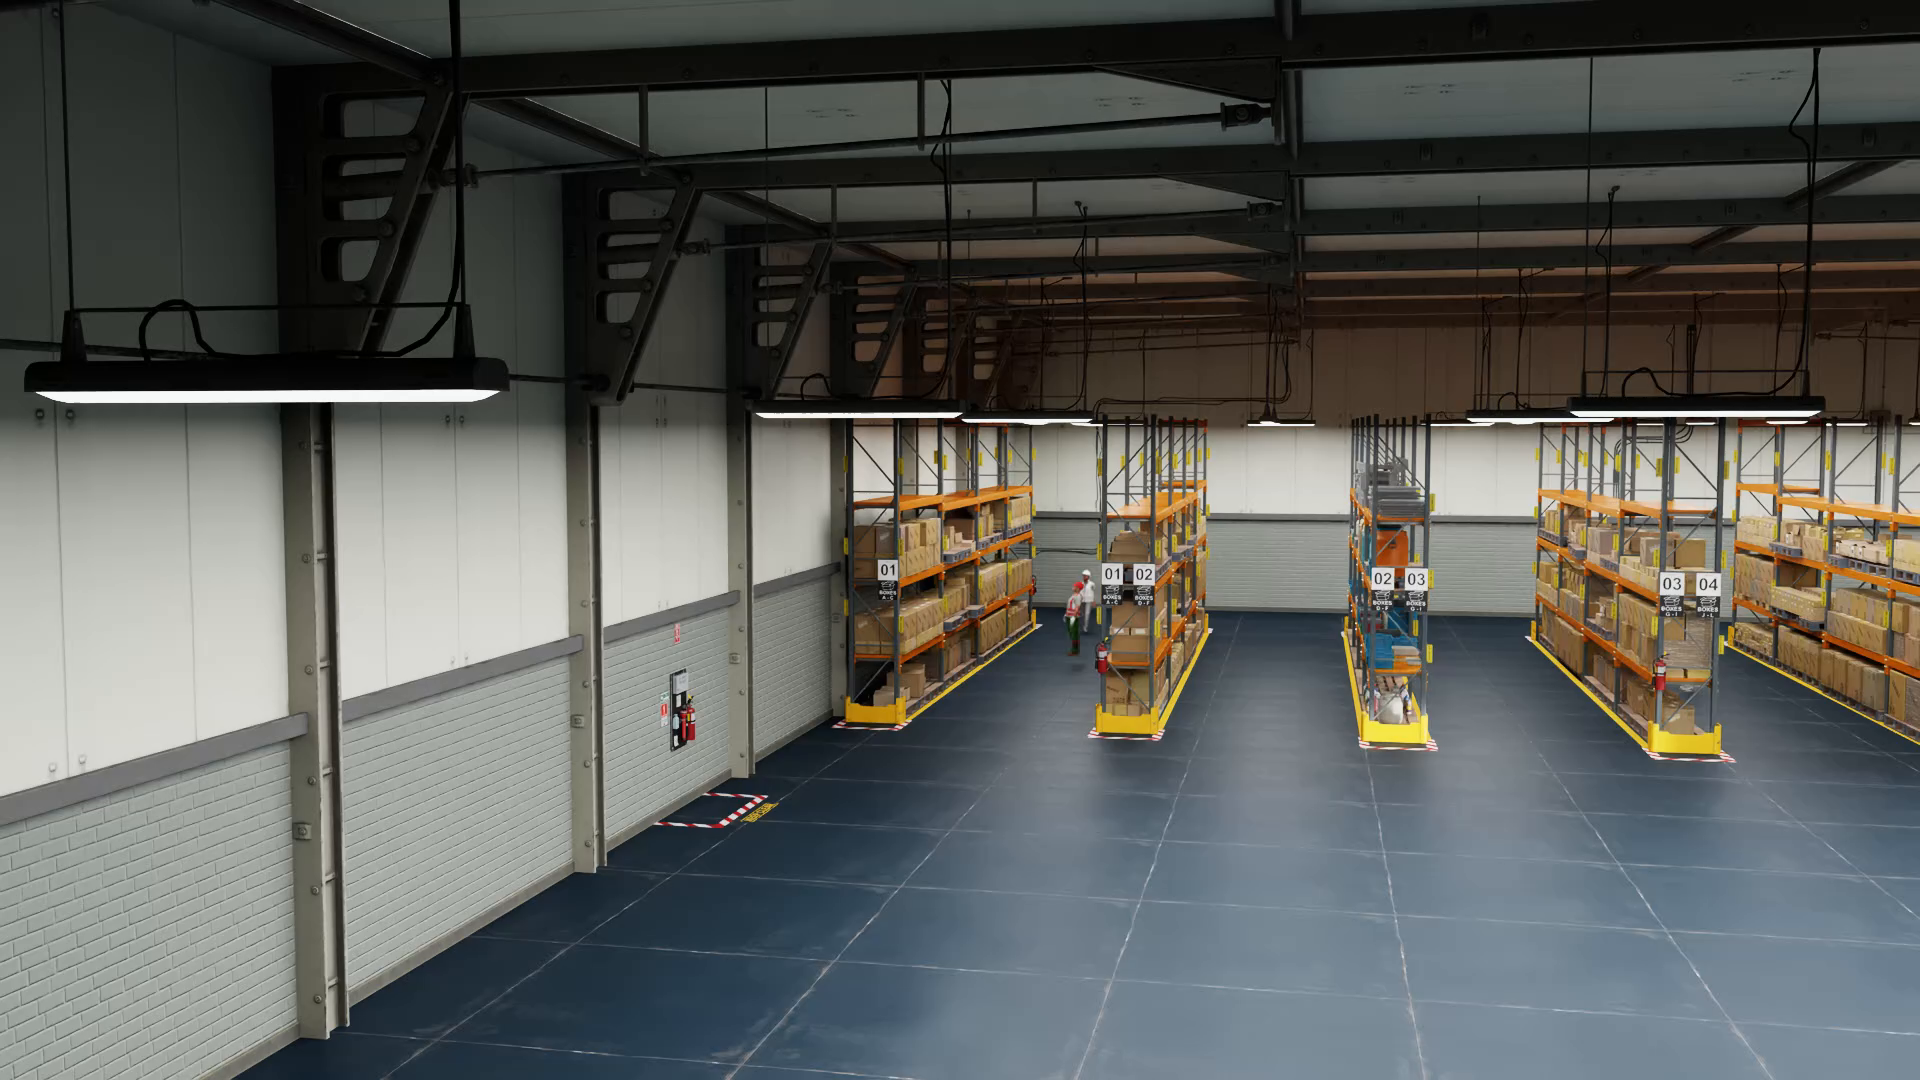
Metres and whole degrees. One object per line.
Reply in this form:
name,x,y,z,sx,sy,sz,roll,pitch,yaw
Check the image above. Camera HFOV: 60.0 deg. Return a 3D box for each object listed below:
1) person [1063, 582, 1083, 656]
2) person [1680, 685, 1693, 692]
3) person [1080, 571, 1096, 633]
person,2.729,1.897,40.260,0.519,1.786,0.583,-2,4,-30
person,15.931,2.477,36.474,0.474,1.719,0.460,-1,4,-13
person,3.536,1.732,46.947,0.578,1.731,1.003,1,4,18
